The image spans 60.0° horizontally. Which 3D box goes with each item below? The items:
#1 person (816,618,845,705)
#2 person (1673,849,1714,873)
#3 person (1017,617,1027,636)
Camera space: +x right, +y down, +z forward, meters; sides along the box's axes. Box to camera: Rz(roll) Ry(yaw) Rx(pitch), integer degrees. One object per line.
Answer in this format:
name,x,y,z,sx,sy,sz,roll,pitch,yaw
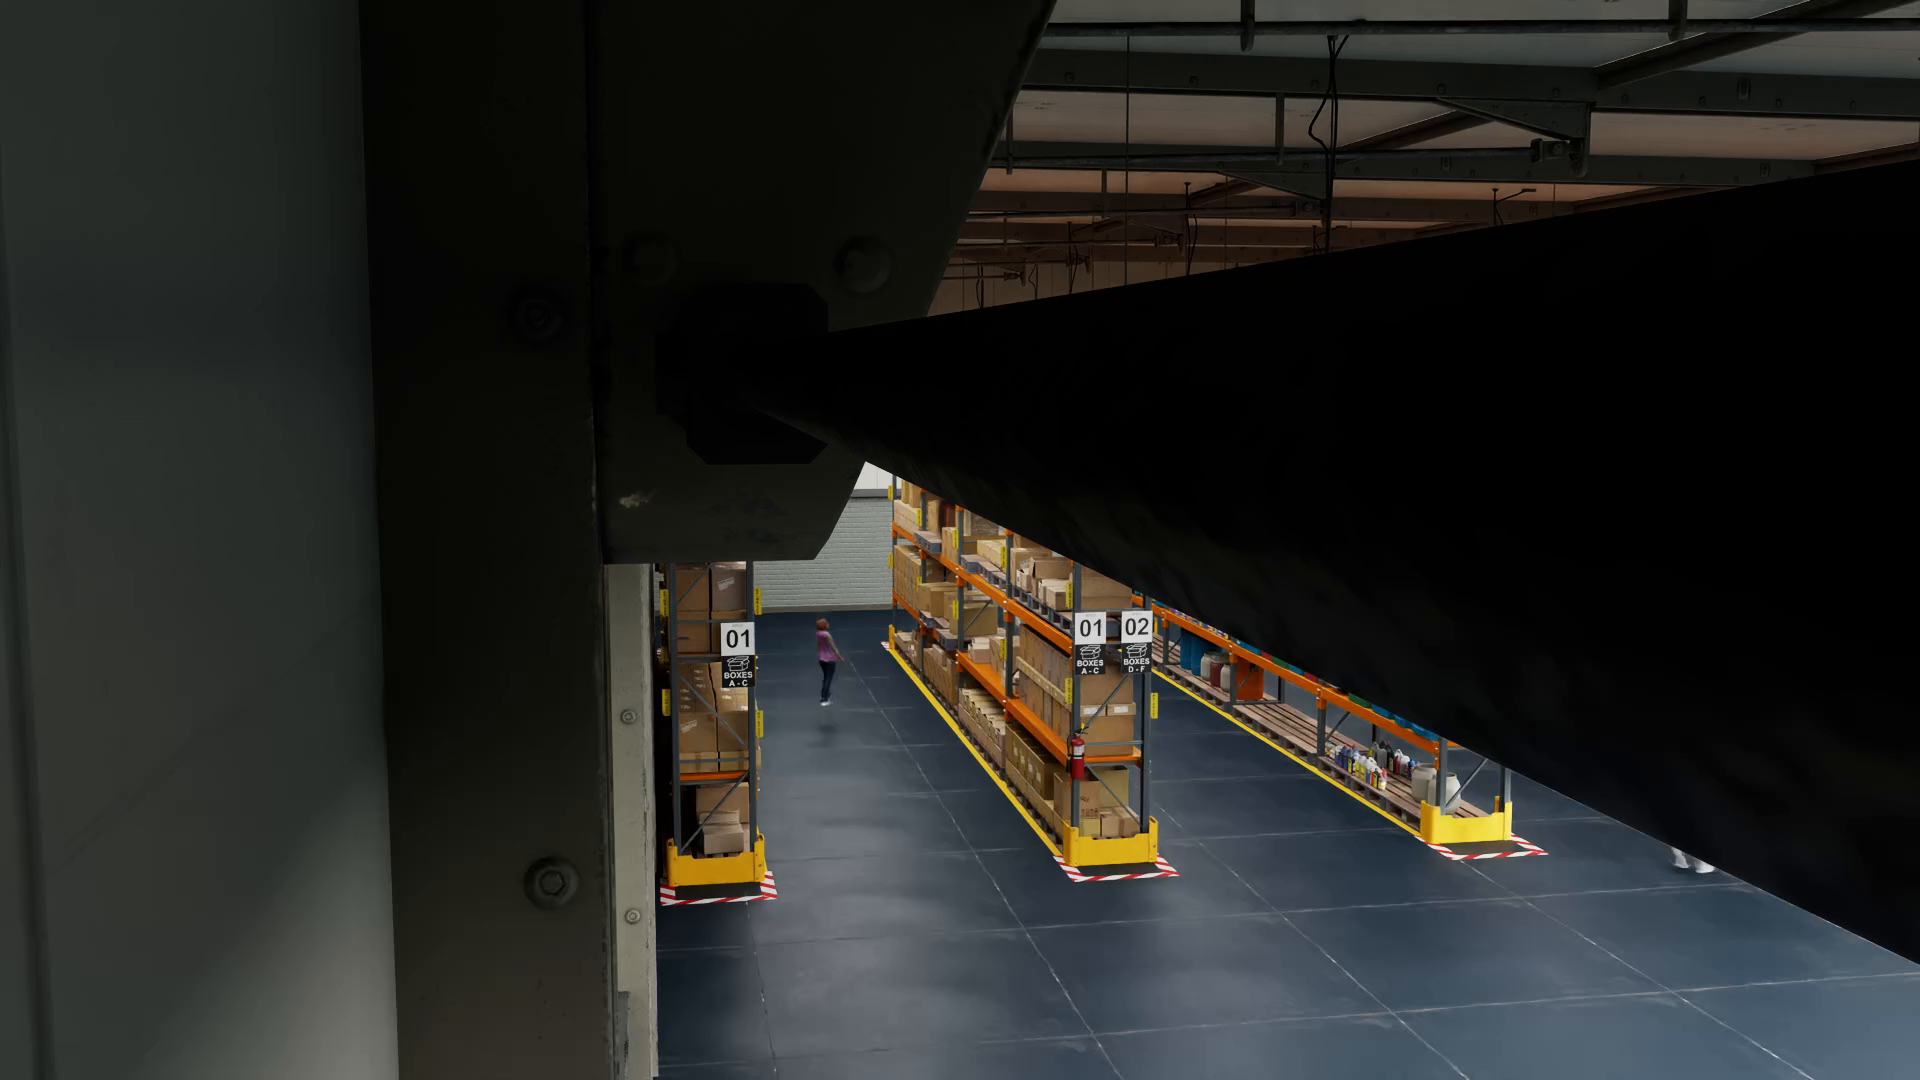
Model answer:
person,-2.348,2.205,29.888,0.493,1.628,0.564,3,7,29
person,9.158,3.302,20.601,0.539,1.732,0.347,6,9,44
person,1.449,1.680,35.331,0.516,1.651,0.688,-1,6,-12
